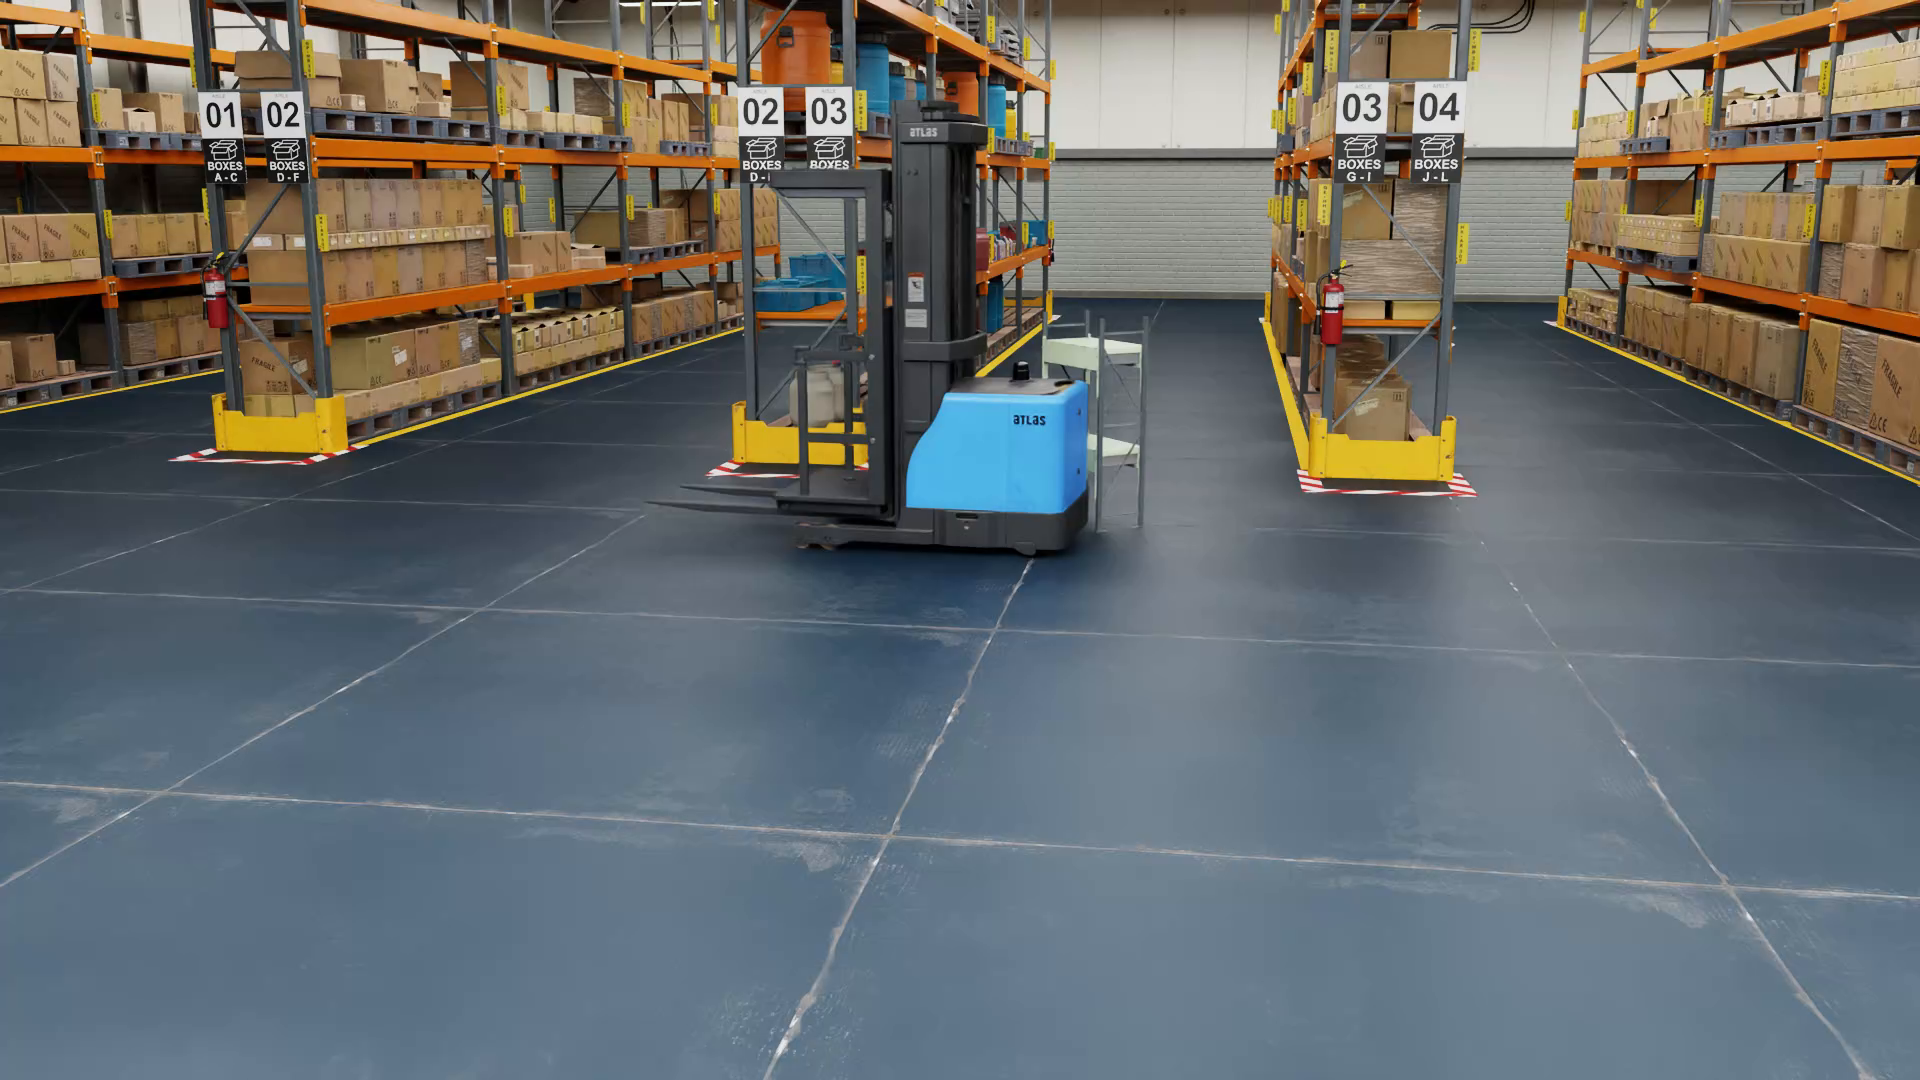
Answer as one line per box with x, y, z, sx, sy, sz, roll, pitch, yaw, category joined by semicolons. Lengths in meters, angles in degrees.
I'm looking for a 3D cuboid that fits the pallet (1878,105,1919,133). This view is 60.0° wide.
8.693;-3.642;14.365;1.003;0.211;1.213;2;12;9;pallet

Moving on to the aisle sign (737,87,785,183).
-1.680;-3.418;14.061;0.394;0.787;0.004;2;12;9;aisle sign

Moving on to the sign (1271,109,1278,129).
5.432;-7.274;28.743;0.100;0.325;0.005;2;12;9;sign

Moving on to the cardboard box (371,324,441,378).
-5.734;-1.958;17.208;0.500;0.500;0.500;2;12;9;cardboard box

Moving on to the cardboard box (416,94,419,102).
-6.075;-4.634;17.638;0.500;0.311;0.500;1;12;6;cardboard box

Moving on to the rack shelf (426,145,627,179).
-5.346;-4.677;20.663;1.077;0.370;4.000;2;12;9;rack shelf

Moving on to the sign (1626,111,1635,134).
9.712;-6.043;24.067;0.100;0.325;0.005;2;12;9;sign

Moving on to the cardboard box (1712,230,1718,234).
10.023;-3.962;21.651;0.380;0.149;0.250;2;12;9;cardboard box

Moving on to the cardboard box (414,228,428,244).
-5.719;-3.129;17.115;0.380;0.149;0.250;2;12;11;cardboard box

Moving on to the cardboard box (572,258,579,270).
-5.179;-3.589;21.622;0.380;0.149;0.250;3;12;13;cardboard box

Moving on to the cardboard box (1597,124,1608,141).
10.296;-6.376;26.009;0.500;0.250;0.500;1;12;7;cardboard box

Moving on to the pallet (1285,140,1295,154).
4.965;-5.400;22.757;1.003;0.211;1.213;2;12;11;pallet

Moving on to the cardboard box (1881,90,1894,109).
8.434;-3.910;14.760;0.380;0.149;0.250;2;12;9;cardboard box

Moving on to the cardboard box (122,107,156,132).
-10.291;-5.173;20.473;0.500;0.311;0.500;2;12;10;cardboard box

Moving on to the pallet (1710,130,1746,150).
9.588;-4.714;19.573;1.213;0.211;1.003;2;12;11;pallet

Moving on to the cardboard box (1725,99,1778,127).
9.306;-5.009;19.472;0.500;0.311;0.500;2;12;9;cardboard box

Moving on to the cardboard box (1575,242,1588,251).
10.399;-4.852;27.486;0.380;0.149;0.250;2;12;7;cardboard box

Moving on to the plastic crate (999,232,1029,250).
0.887;-4.933;27.404;0.437;0.282;0.530;2;12;9;plastic crate

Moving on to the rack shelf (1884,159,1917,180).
15.464;-5.700;25.408;1.077;0.370;4.000;2;12;9;rack shelf

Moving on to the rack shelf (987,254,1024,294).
0.163;-3.882;24.095;1.077;0.370;4.000;2;12;9;rack shelf

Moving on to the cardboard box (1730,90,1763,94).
10.049;-5.602;21.192;0.396;0.266;0.258;2;12;9;cardboard box

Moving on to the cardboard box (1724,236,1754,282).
9.145;-3.229;19.117;0.500;0.500;0.500;2;12;9;cardboard box

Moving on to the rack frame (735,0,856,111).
-1.375;-5.085;13.728;1.000;3.000;0.127;2;12;9;rack frame

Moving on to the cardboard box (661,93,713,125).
-4.387;-6.918;26.743;0.700;0.500;0.500;2;12;9;cardboard box

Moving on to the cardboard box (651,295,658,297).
-4.894;-3.497;25.487;0.500;0.500;0.500;2;12;9;cardboard box

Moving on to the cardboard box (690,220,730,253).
-4.076;-4.958;27.140;0.500;0.500;0.500;2;12;10;cardboard box

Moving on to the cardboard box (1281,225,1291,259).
4.970;-4.346;24.303;0.500;0.500;0.500;2;12;9;cardboard box

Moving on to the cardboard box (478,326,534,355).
-5.344;-2.359;19.520;0.500;0.311;0.500;2;12;9;cardboard box

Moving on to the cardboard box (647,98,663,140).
-4.776;-6.201;24.554;0.600;0.600;0.600;1;12;6;cardboard box

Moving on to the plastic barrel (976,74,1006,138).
0.359;-6.207;23.866;0.600;0.901;0.708;2;12;9;plastic barrel

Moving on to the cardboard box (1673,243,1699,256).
9.256;-3.675;21.027;0.380;0.149;0.250;2;12;10;cardboard box

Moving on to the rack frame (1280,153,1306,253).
5.364;-4.490;25.206;1.000;3.000;0.127;2;12;9;rack frame

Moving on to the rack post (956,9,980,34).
-0.074;-6.865;22.169;0.954;0.300;0.937;2;12;9;rack post

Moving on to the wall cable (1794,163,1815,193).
16.616;-6.688;32.920;0.585;1.953;0.123;2;12;9;wall cable

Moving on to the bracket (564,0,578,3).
-8.364;-11.654;35.668;0.235;0.232;0.430;2;12;9;bracket

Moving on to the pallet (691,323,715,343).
-4.511;-3.278;26.202;1.003;0.211;1.213;2;12;9;pallet

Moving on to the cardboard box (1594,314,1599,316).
10.239;-3.480;26.291;0.380;0.149;0.250;2;12;10;cardboard box

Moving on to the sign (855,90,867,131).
-0.832;-3.604;13.956;0.100;0.325;0.005;2;12;9;sign

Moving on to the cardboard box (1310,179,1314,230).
3.738;-3.318;16.452;0.500;0.500;0.500;2;12;9;cardboard box

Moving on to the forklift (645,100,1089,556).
-0.671;-1.476;11.385;3.031;2.935;1.130;3;13;14;forklift

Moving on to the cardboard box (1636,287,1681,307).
9.796;-3.402;23.314;0.500;0.250;0.500;2;12;10;cardboard box

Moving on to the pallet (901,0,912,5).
-1.045;-5.202;15.671;1.003;0.211;1.213;2;12;9;pallet

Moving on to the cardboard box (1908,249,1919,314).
8.690;-2.190;14.178;0.875;0.550;0.550;2;12;9;cardboard box

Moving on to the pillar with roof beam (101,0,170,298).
-6.735;-6.689;21.172;9.100;9.000;0.400;2;12;9;pillar with roof beam

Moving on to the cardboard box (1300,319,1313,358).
4.666;-2.510;20.909;0.700;0.500;0.500;1;12;6;cardboard box

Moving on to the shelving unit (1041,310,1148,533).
0.955;-0.873;11.982;0.431;1.500;0.755;-7;14;-29;shelving unit

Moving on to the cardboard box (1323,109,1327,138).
3.503;-3.704;14.795;0.500;0.250;0.500;2;12;10;cardboard box

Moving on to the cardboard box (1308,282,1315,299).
3.633;-2.459;16.379;0.380;0.149;0.250;2;12;9;cardboard box

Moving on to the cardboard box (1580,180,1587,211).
10.462;-5.634;27.197;0.500;0.500;0.500;2;12;10;cardboard box

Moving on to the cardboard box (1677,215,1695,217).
10.299;-4.482;23.356;0.380;0.149;0.250;1;12;7;cardboard box

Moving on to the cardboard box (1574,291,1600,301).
10.360;-4.035;27.457;0.380;0.149;0.250;2;12;8;cardboard box

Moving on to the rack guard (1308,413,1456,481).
3.530;-0.786;13.952;1.175;0.500;0.348;2;12;9;rack guard

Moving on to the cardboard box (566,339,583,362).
-5.111;-2.403;21.055;0.500;0.250;0.500;2;12;10;cardboard box
